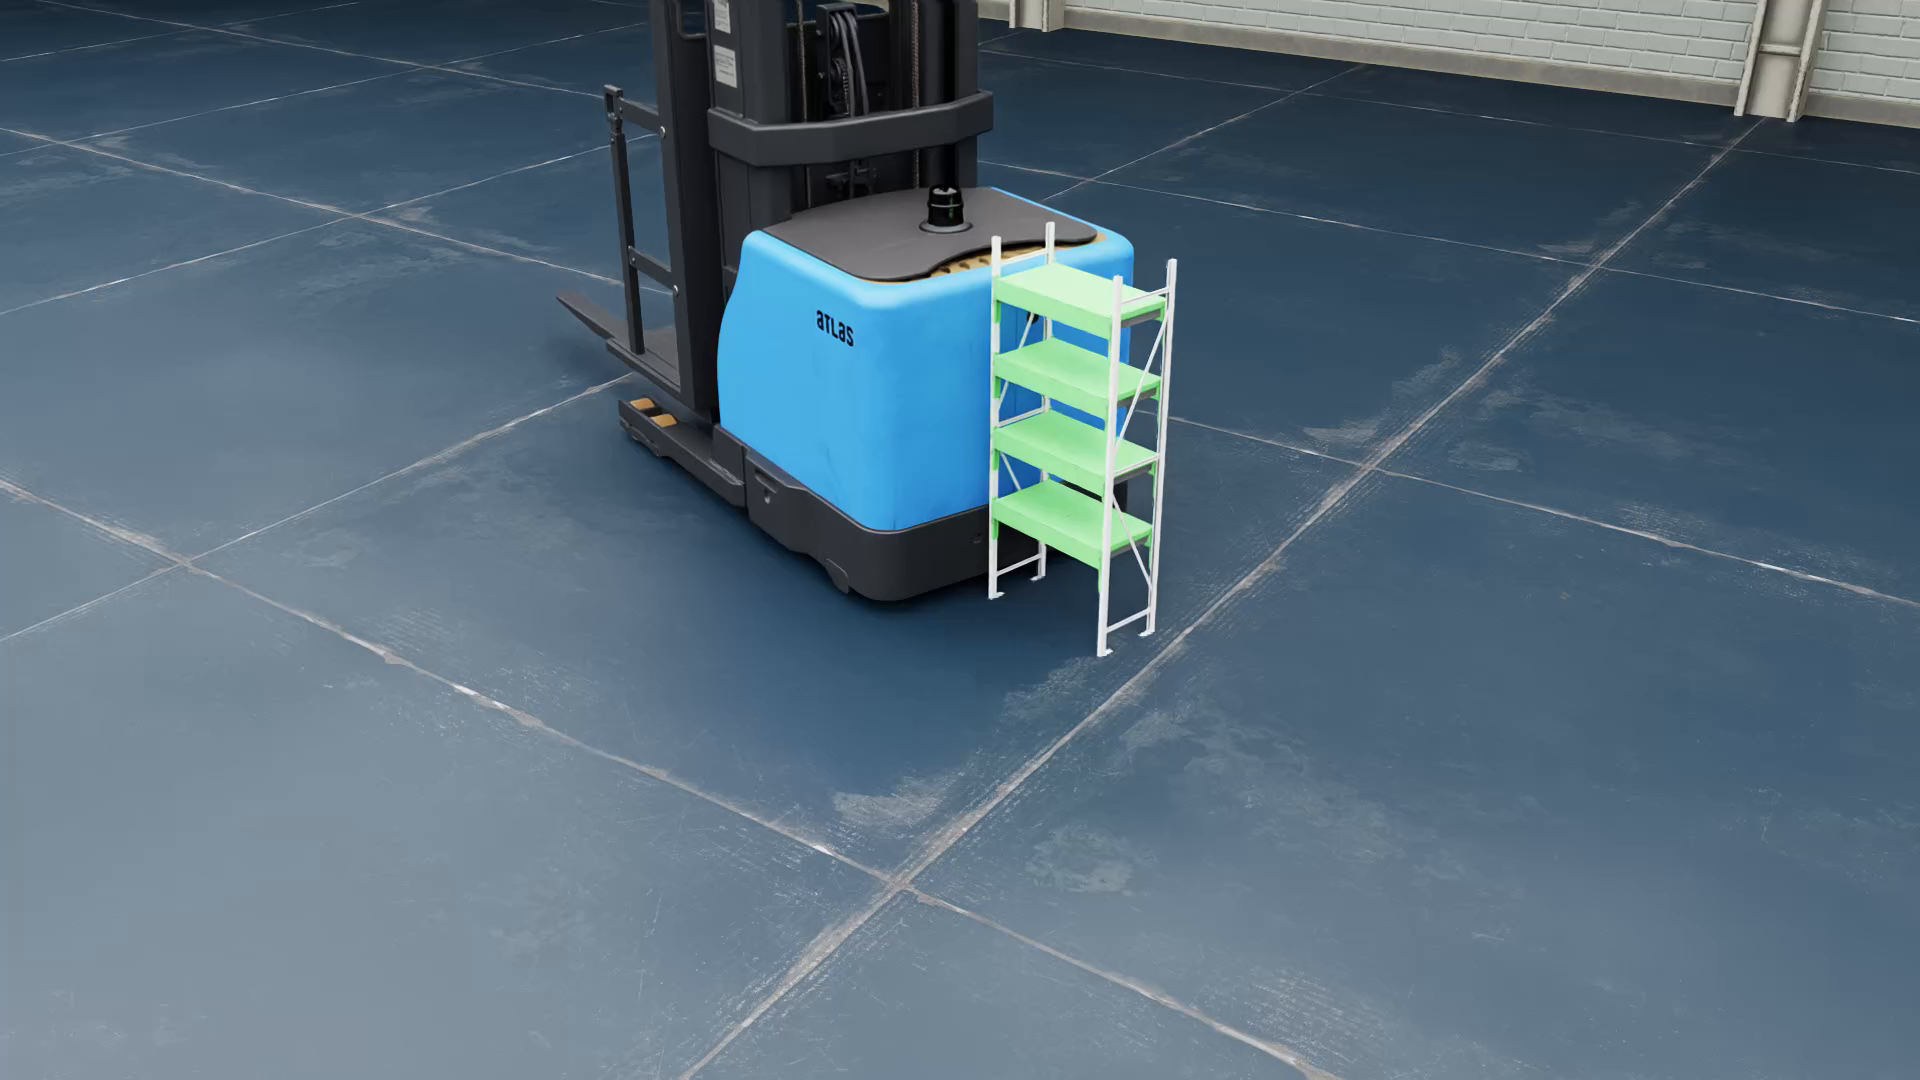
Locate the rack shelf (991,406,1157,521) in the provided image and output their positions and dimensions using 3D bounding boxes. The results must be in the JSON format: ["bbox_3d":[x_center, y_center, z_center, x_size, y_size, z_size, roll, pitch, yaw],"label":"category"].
[{"bbox_3d":[0.350,-0.239,5.038,0.258,0.148,0.480,-22,34,-36],"label":"rack shelf"}]

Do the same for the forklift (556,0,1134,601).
[{"bbox_3d":[-0.676,-1.731,5.920,1.130,2.935,3.031,-17,32,-30],"label":"forklift"}]

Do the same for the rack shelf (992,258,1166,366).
[{"bbox_3d":[0.350,-0.667,4.821,0.258,0.148,0.480,-22,34,-36],"label":"rack shelf"}]

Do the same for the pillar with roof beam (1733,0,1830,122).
[{"bbox_3d":[3.187,-5.361,6.363,0.400,9.000,9.100,17,32,30],"label":"pillar with roof beam"}]

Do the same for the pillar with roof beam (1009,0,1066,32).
[{"bbox_3d":[-1.759,-6.902,9.390,0.400,9.000,9.100,17,32,30],"label":"pillar with roof beam"}]

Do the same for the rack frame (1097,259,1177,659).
[{"bbox_3d":[0.511,-0.213,4.846,0.240,1.200,0.015,-22,34,-36],"label":"rack frame"}]

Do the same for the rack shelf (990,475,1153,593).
[{"bbox_3d":[0.350,-0.026,5.147,0.258,0.148,0.480,-22,34,-36],"label":"rack shelf"}]

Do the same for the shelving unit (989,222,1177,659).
[{"bbox_3d":[0.350,-0.296,5.009,0.258,1.200,0.503,-22,34,-36],"label":"shelving unit"}]

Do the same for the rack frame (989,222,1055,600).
[{"bbox_3d":[0.188,-0.379,5.172,0.240,1.200,0.015,-22,34,-36],"label":"rack frame"}]

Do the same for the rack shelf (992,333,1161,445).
[{"bbox_3d":[0.350,-0.453,4.930,0.258,0.148,0.480,-22,34,-36],"label":"rack shelf"}]
